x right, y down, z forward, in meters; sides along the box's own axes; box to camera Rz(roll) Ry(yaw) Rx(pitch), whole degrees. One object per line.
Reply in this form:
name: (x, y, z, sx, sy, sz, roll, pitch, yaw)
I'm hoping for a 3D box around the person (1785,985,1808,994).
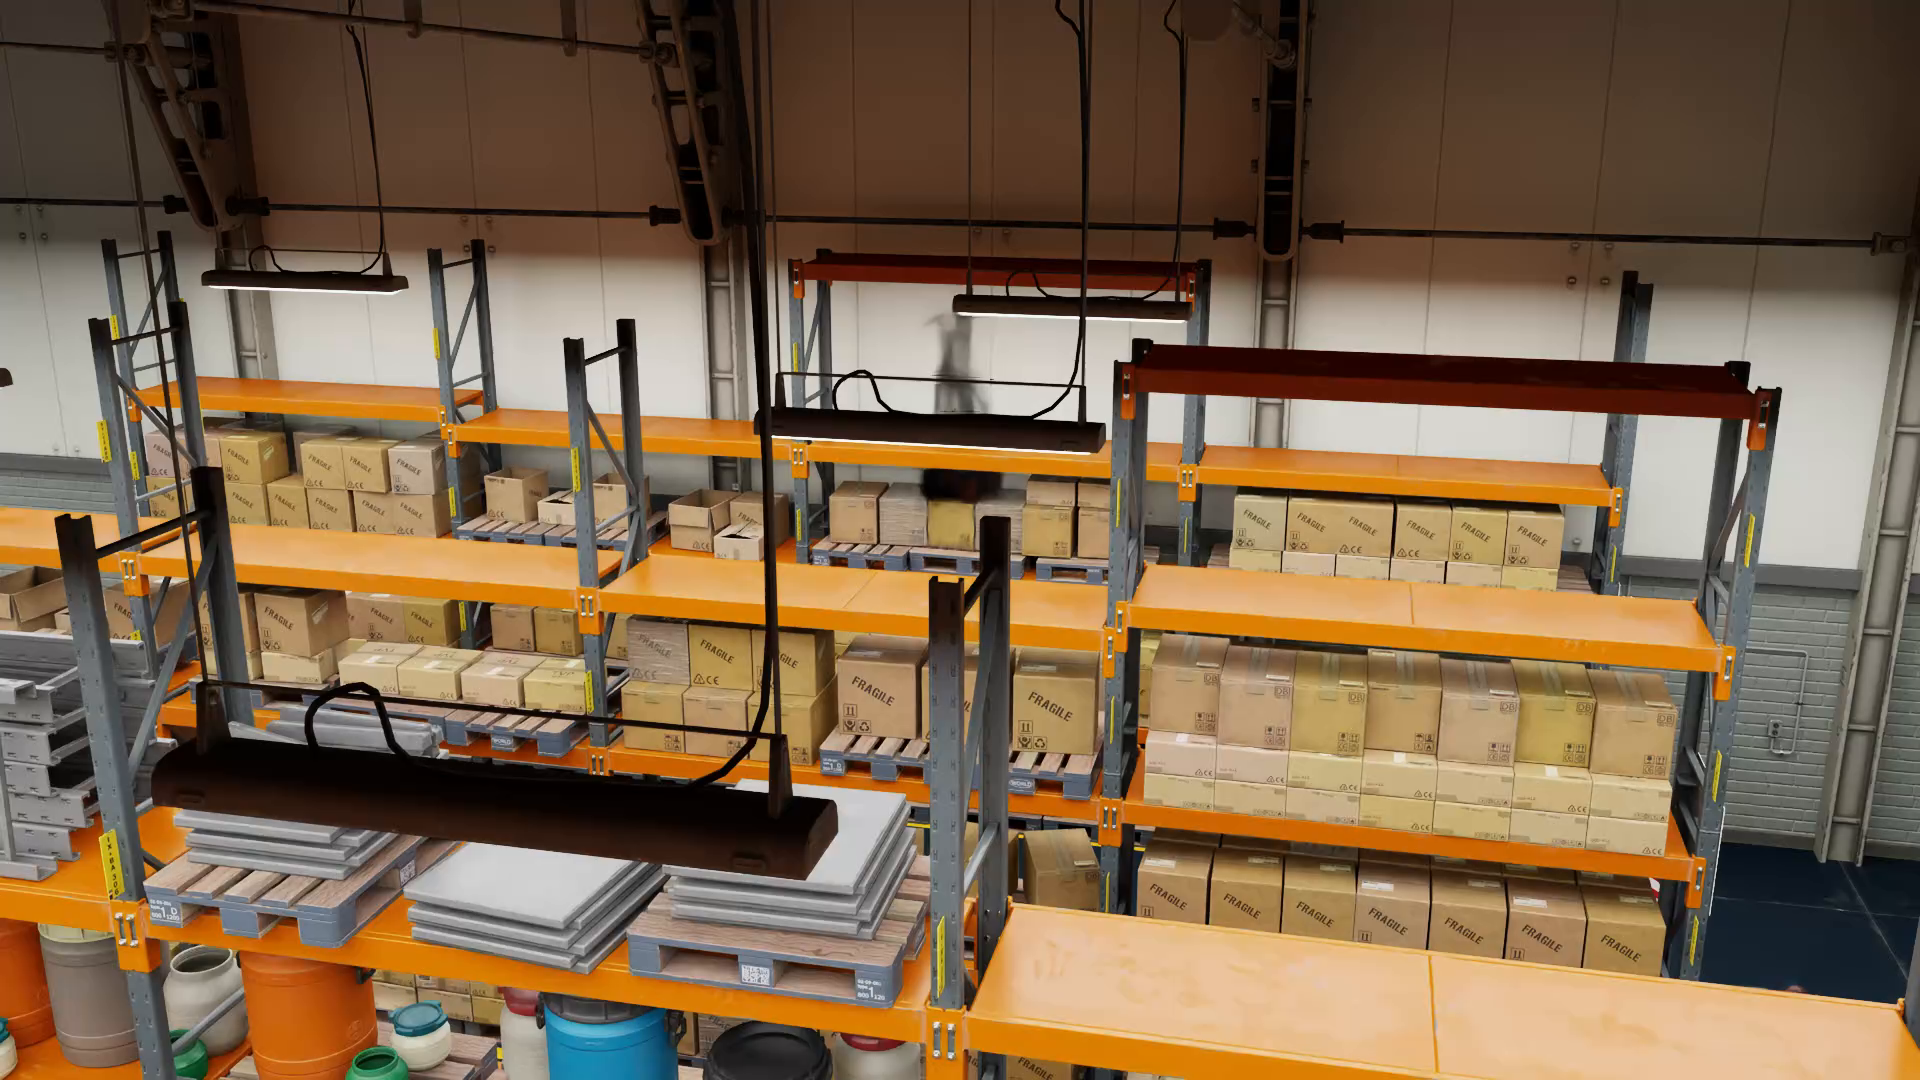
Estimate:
person: (6.120, 3.888, 12.386, 0.556, 1.593, 0.875, 8, 18, 25)
